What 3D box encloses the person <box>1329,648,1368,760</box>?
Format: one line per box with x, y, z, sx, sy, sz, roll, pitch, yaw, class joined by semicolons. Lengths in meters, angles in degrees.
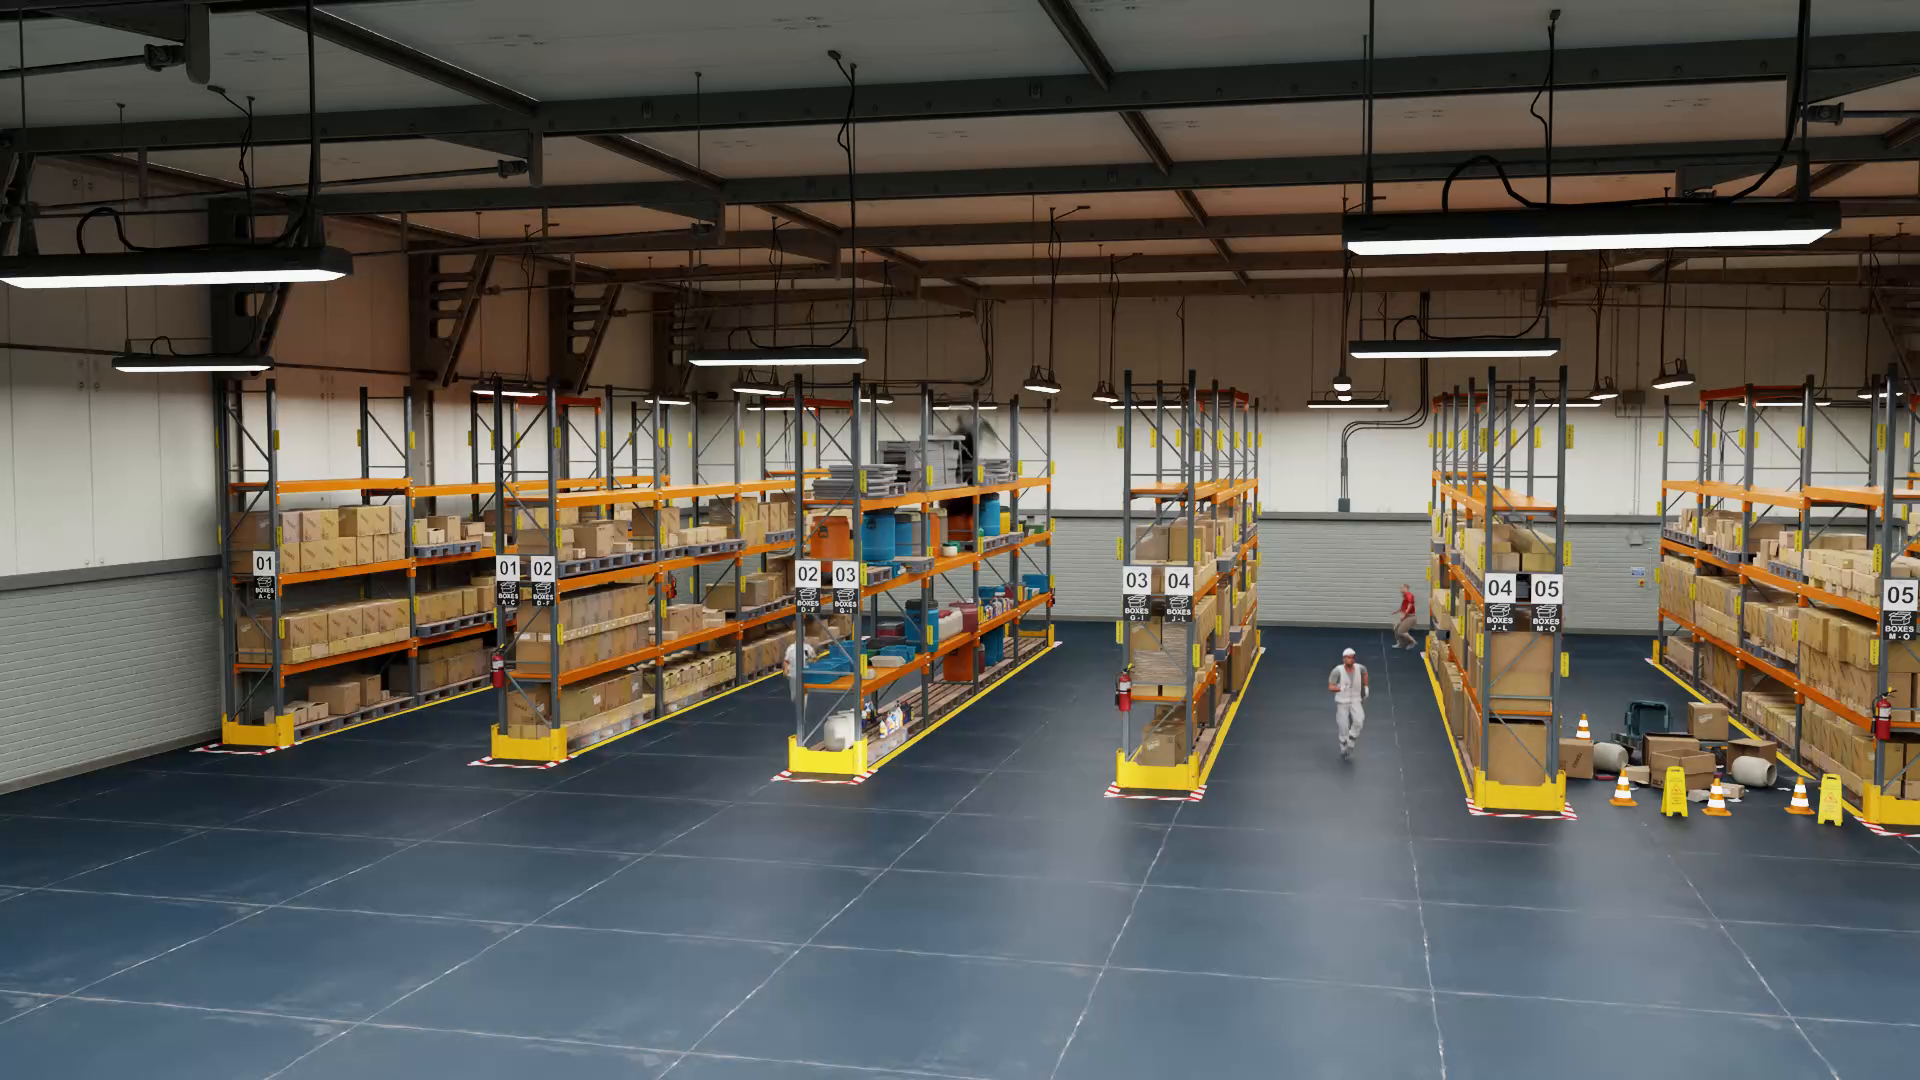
6.077;2.547;25.926;0.697;1.743;0.806;0;3;-2;person

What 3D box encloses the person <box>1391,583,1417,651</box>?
10.612;1.835;39.620;0.543;1.614;0.883;0;3;5;person

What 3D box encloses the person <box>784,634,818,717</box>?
-2.831;2.425;29.599;0.595;1.636;0.734;0;3;2;person

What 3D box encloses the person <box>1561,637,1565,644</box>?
13.729;1.791;38.967;0.955;1.717;0.660;0;3;-1;person
